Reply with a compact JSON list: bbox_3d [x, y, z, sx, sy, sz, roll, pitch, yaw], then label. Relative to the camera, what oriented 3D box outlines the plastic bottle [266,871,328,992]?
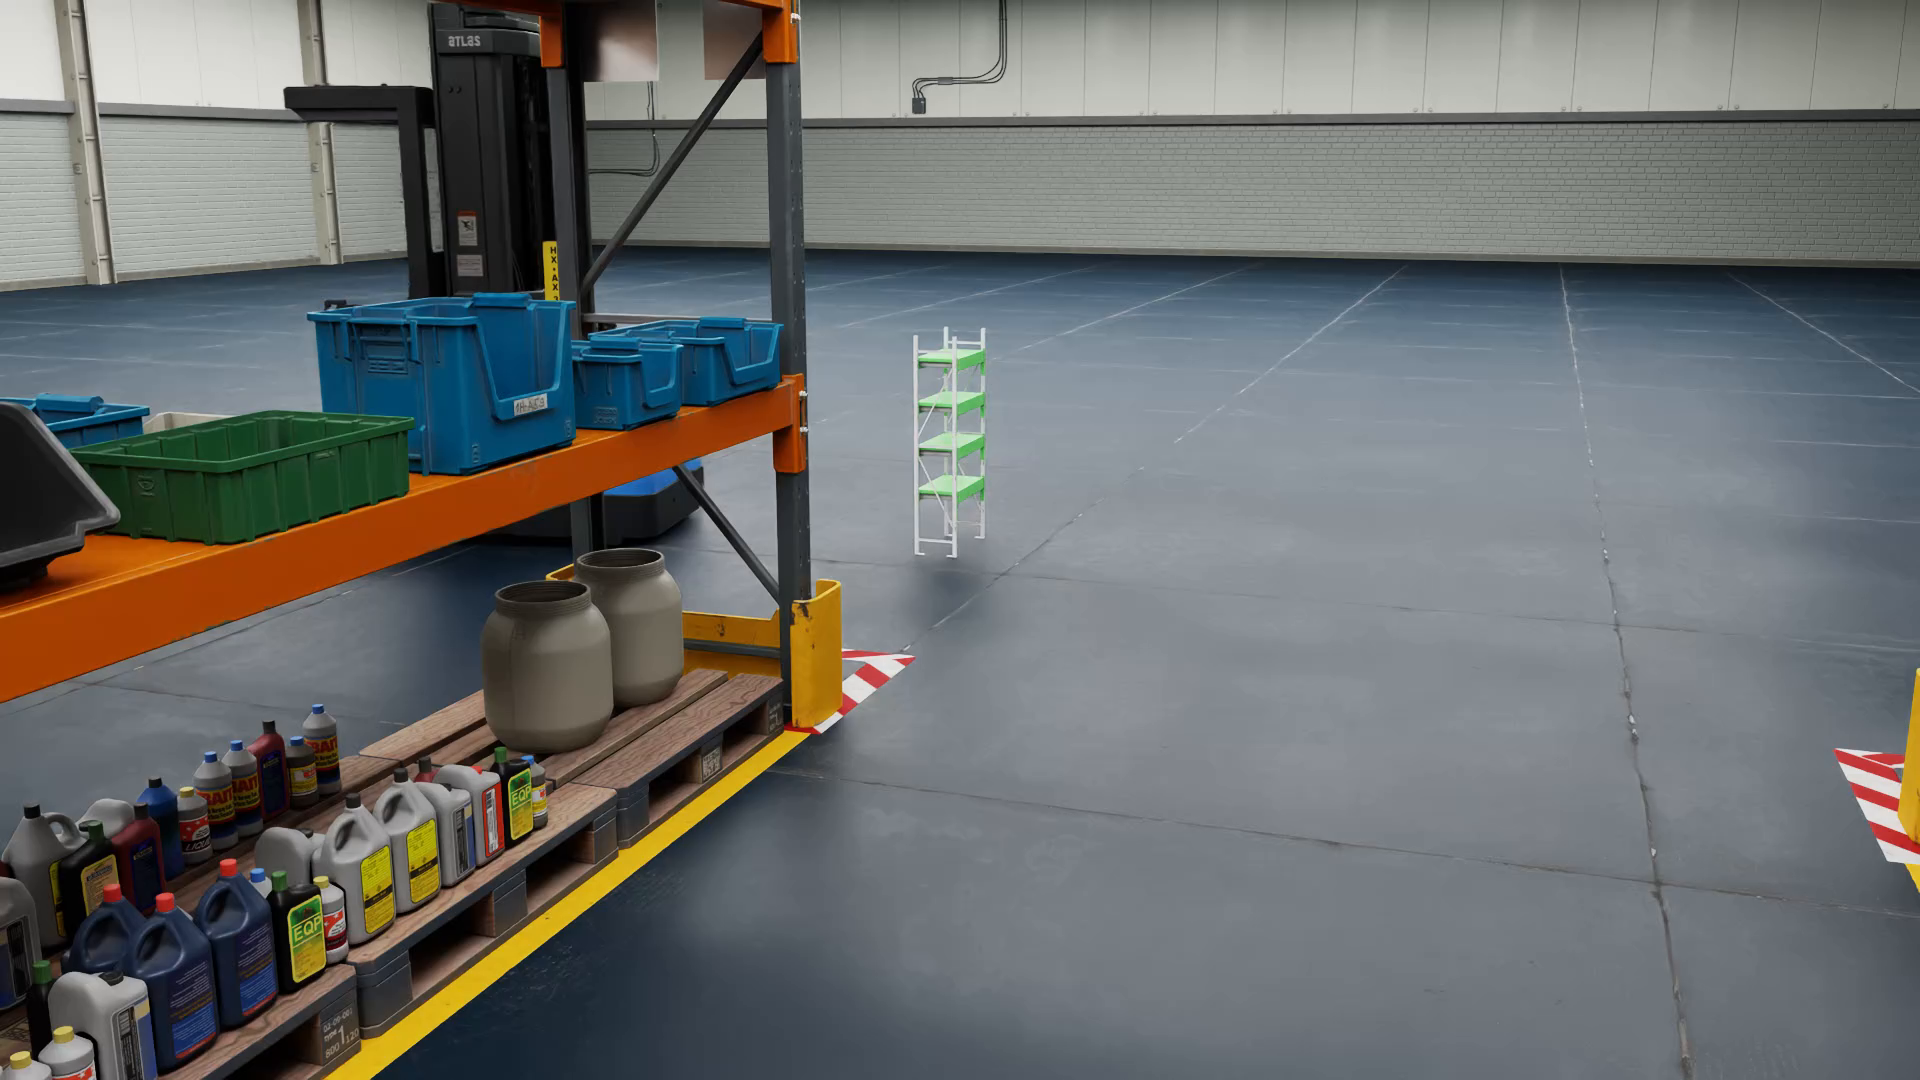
[{"bbox_3d":[-1.563,0.902,3.910,0.061,0.283,0.133,5,14,21],"label":"plastic bottle"}]

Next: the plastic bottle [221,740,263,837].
[{"bbox_3d":[-2.069,0.709,4.784,0.097,0.271,0.097,0,13,0],"label":"plastic bottle"}]

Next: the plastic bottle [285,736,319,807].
[{"bbox_3d":[-1.992,0.693,5.013,0.097,0.201,0.097,0,13,0],"label":"plastic bottle"}]

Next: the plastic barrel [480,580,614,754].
[{"bbox_3d":[-1.379,0.419,5.556,0.421,0.512,0.421,0,13,0],"label":"plastic barrel"}]

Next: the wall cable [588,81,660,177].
[{"bbox_3d":[-9.005,-10.436,41.966,3.097,2.526,0.112,4,14,18],"label":"wall cable"}]

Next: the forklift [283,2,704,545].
[{"bbox_3d":[-3.115,-1.530,9.603,3.031,2.935,1.130,2,13,8],"label":"forklift"}]

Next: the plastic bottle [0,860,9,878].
[{"bbox_3d":[-2.360,0.880,4.009,0.061,0.283,0.133,5,14,22],"label":"plastic bottle"}]

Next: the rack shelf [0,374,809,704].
[{"bbox_3d":[-1.724,-0.066,4.655,1.077,0.370,4.000,4,14,18],"label":"rack shelf"}]

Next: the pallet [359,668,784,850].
[{"bbox_3d":[-1.325,0.711,5.897,1.003,0.211,1.213,4,14,18],"label":"pallet"}]

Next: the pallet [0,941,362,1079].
[{"bbox_3d":[-2.114,1.225,3.647,1.003,0.211,1.213,4,14,18],"label":"pallet"}]

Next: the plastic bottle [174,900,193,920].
[{"bbox_3d":[-1.784,0.940,3.770,0.097,0.271,0.097,0,13,0],"label":"plastic bottle"}]

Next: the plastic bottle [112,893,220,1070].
[{"bbox_3d":[-1.717,0.941,3.589,0.144,0.351,0.185,5,14,20],"label":"plastic bottle"}]

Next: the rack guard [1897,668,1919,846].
[{"bbox_3d":[3.617,0.733,5.154,1.175,0.500,0.348,4,14,18],"label":"rack guard"}]

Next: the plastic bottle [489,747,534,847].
[{"bbox_3d":[-1.277,0.716,4.727,0.061,0.283,0.133,5,14,20],"label":"plastic bottle"}]

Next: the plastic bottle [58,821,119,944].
[{"bbox_3d":[-2.163,0.851,4.135,0.061,0.283,0.133,4,14,18],"label":"plastic bottle"}]

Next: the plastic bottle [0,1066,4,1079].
[{"bbox_3d":[-1.853,1.084,3.140,0.097,0.271,0.097,0,13,0],"label":"plastic bottle"}]

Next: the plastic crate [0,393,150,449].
[{"bbox_3d":[-2.270,-0.176,3.853,0.499,0.251,0.616,4,14,18],"label":"plastic crate"}]

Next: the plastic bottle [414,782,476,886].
[{"bbox_3d":[-1.408,0.774,4.490,0.152,0.276,0.135,4,13,17],"label":"plastic bottle"}]

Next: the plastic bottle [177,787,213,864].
[{"bbox_3d":[-2.133,0.785,4.608,0.097,0.201,0.097,0,13,0],"label":"plastic bottle"}]

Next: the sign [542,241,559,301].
[{"bbox_3d":[-1.596,-1.014,6.567,0.100,0.325,0.005,4,14,18],"label":"sign"}]

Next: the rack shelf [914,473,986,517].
[{"bbox_3d":[-0.054,-0.254,9.269,0.258,0.148,0.480,4,14,18],"label":"rack shelf"}]

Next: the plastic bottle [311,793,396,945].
[{"bbox_3d":[-1.518,0.812,4.156,0.144,0.351,0.185,4,14,18],"label":"plastic bottle"}]

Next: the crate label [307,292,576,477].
[{"bbox_3d":[-1.416,-0.449,4.633,0.502,0.435,0.616,4,14,18],"label":"crate label"}]

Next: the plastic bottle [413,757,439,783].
[{"bbox_3d":[-1.464,0.733,4.650,0.061,0.283,0.133,4,14,18],"label":"plastic bottle"}]

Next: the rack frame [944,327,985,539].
[{"bbox_3d":[0.025,-0.601,9.427,0.240,1.200,0.015,4,14,18],"label":"rack frame"}]

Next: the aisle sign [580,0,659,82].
[{"bbox_3d":[-1.331,-2.142,6.289,0.394,0.787,0.004,4,14,18],"label":"aisle sign"}]

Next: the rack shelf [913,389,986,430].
[{"bbox_3d":[-0.054,-0.722,9.163,0.258,0.148,0.480,4,14,18],"label":"rack shelf"}]

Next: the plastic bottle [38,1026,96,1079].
[{"bbox_3d":[-1.787,1.075,3.336,0.097,0.201,0.097,0,13,0],"label":"plastic bottle"}]

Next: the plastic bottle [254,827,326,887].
[{"bbox_3d":[-1.667,0.843,4.188,0.152,0.276,0.135,4,14,18],"label":"plastic bottle"}]

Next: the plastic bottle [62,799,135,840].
[{"bbox_3d":[-2.212,0.819,4.293,0.152,0.276,0.135,5,14,19],"label":"plastic bottle"}]

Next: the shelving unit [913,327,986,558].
[{"bbox_3d":[-0.054,-0.550,9.202,0.258,1.200,0.503,4,14,18],"label":"shelving unit"}]

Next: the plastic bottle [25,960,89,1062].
[{"bbox_3d":[-1.875,1.001,3.479,0.061,0.283,0.133,4,14,18],"label":"plastic bottle"}]

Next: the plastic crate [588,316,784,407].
[{"bbox_3d":[-0.955,-0.639,5.880,0.499,0.251,0.616,4,14,18],"label":"plastic crate"}]

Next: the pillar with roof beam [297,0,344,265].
[{"bbox_3d":[-9.077,-9.851,32.427,9.100,9.000,0.400,4,14,18],"label":"pillar with roof beam"}]
